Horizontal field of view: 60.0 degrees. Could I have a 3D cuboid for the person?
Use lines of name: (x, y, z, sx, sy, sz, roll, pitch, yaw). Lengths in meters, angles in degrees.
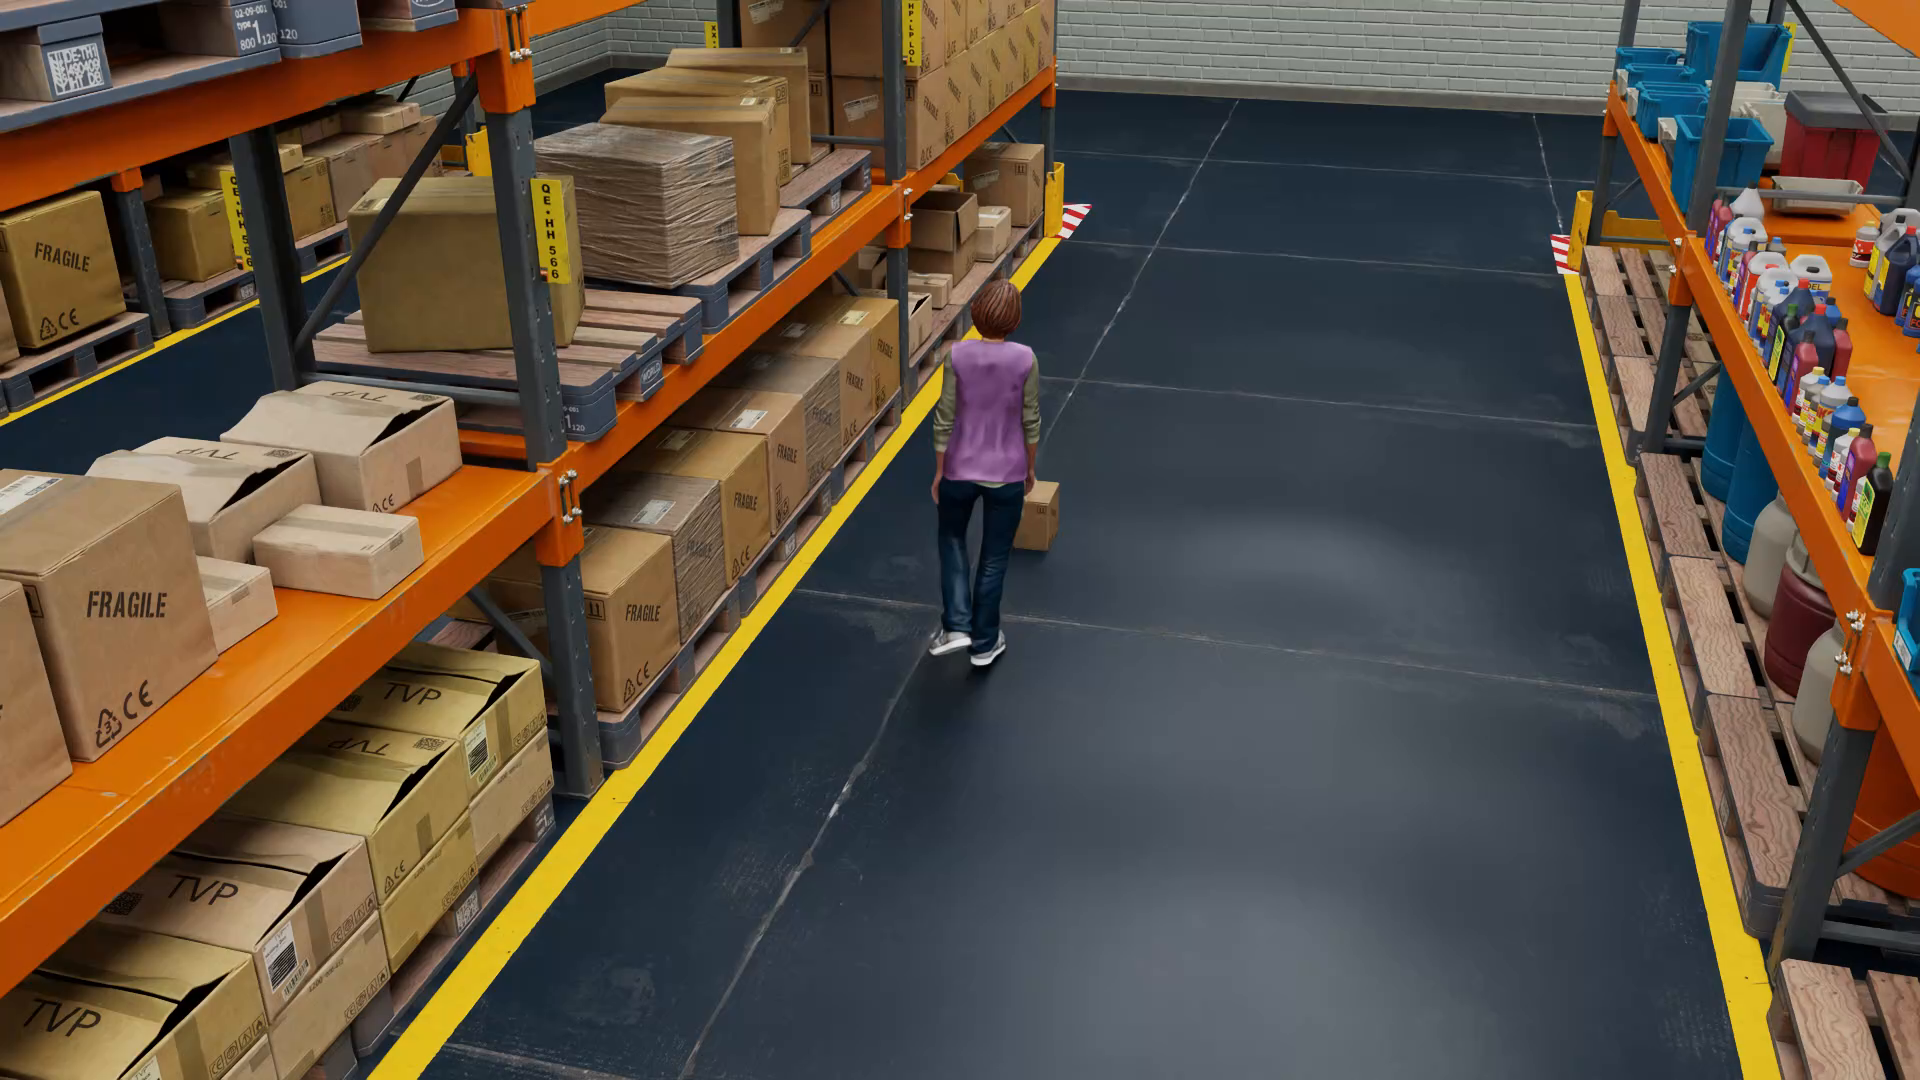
person: (0.095, -0.242, 6.575, 0.429, 1.587, 0.408, 3, 26, 7)
